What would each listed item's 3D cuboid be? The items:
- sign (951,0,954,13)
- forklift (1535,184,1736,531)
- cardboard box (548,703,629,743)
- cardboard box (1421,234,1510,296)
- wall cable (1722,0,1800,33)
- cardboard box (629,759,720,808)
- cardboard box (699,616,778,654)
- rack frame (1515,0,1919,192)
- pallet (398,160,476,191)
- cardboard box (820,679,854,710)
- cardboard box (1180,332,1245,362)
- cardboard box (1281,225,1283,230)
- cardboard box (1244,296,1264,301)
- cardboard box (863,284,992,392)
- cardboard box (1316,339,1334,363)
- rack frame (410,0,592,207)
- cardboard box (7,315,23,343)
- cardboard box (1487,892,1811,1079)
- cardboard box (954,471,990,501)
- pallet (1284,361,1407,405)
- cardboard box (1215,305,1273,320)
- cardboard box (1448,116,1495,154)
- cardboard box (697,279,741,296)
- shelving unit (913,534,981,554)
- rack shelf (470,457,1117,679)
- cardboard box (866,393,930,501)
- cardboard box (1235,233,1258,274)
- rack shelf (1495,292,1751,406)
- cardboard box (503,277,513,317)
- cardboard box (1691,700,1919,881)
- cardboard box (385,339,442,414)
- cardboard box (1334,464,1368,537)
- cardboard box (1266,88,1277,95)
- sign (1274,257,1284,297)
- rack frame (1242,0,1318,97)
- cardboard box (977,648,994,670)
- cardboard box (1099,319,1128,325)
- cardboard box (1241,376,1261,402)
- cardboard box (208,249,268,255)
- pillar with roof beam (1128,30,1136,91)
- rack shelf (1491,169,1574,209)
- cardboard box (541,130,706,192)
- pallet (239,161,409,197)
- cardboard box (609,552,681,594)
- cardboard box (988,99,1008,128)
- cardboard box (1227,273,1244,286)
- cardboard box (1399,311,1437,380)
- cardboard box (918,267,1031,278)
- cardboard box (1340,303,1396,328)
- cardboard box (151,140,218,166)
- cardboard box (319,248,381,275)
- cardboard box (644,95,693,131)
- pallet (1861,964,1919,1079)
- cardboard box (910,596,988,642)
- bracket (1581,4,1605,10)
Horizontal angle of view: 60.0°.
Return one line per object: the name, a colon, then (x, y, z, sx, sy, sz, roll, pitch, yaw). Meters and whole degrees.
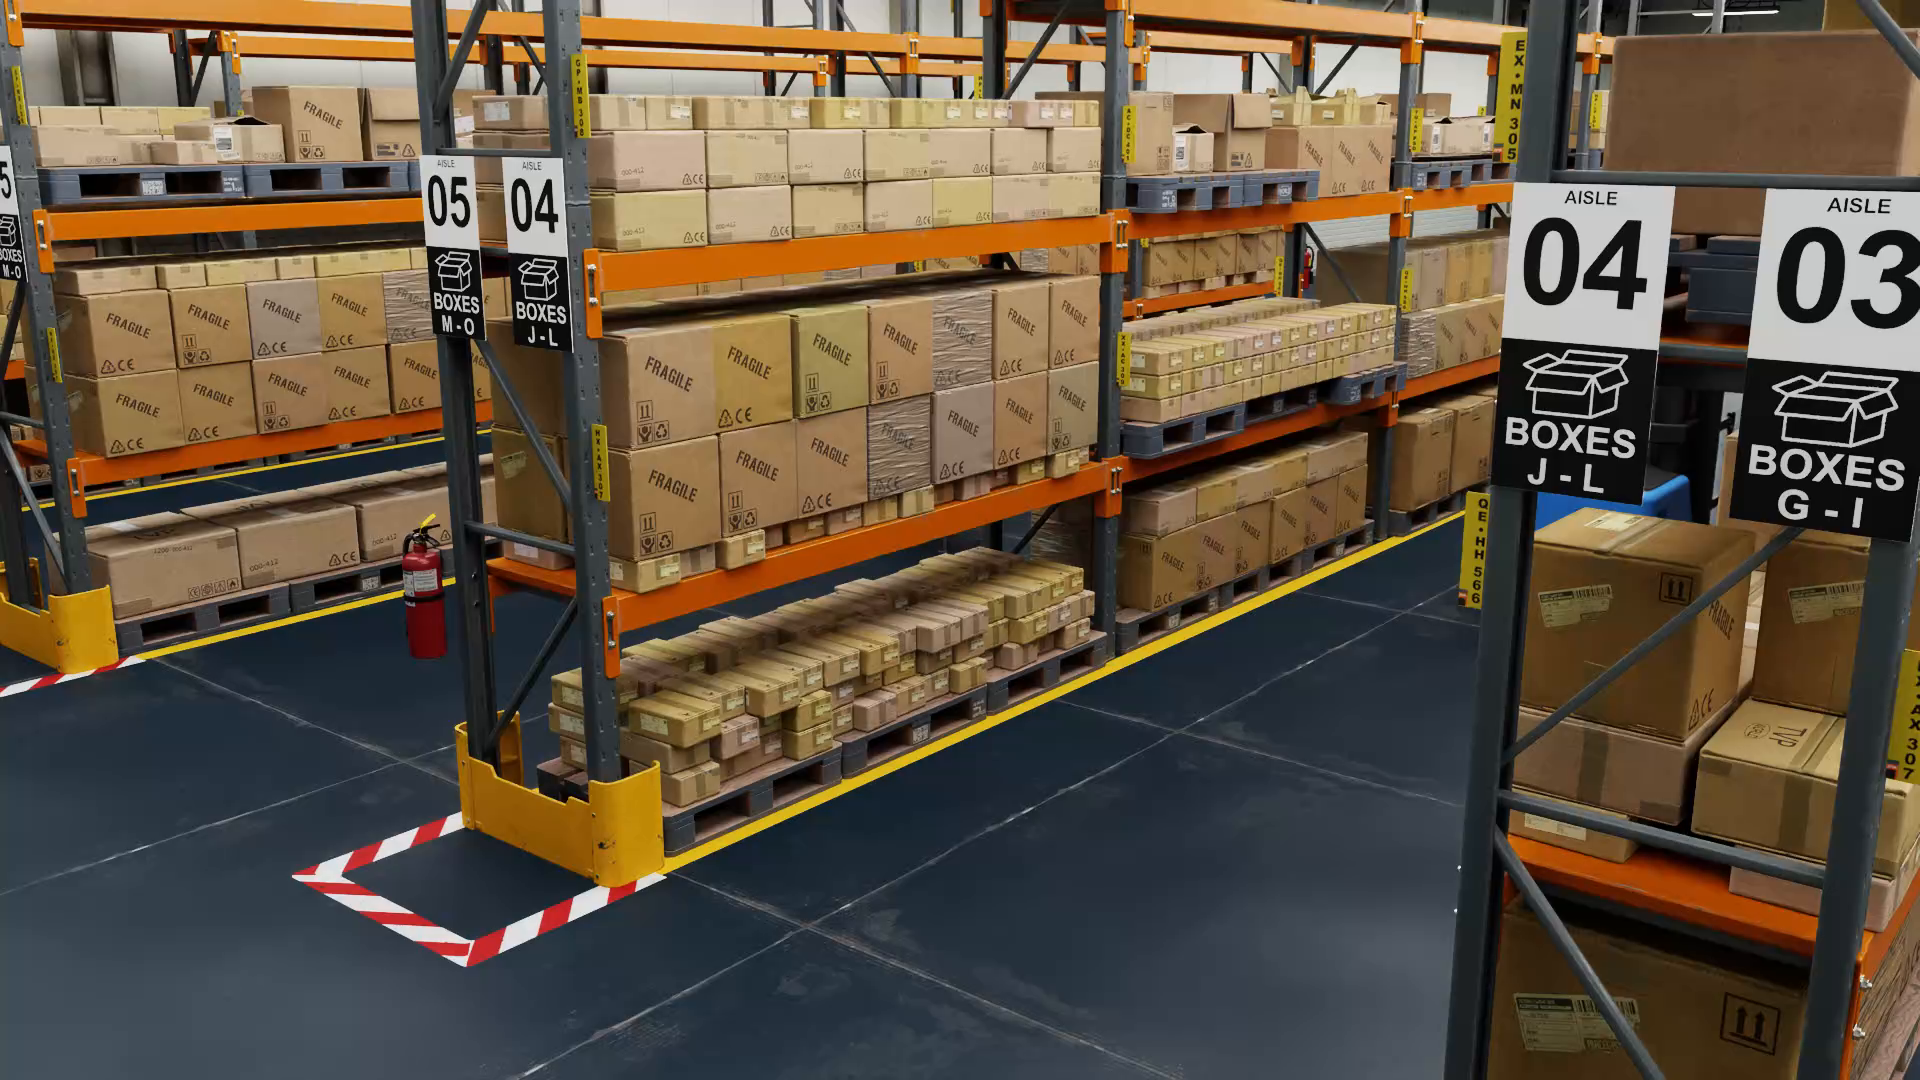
sign: (-0.099, -8.095, 24.992, 0.100, 0.325, 0.005, 11, 18, 38)
forklift: (4.839, -1.019, 11.683, 1.130, 2.935, 3.031, 11, 18, 37)
cardboard box: (-1.841, 0.896, 8.335, 0.380, 0.149, 0.250, 11, 18, 36)
cardboard box: (4.644, -2.532, 15.264, 0.700, 0.500, 0.500, 11, 18, 38)
wall cable: (23.029, -14.113, 46.951, 3.097, 2.526, 0.112, 11, 18, 38)
cardboard box: (-1.373, 1.135, 8.000, 0.380, 0.149, 0.250, 12, 18, 39)
cardboard box: (-1.211, 0.549, 9.100, 0.380, 0.149, 0.250, 12, 19, 40)
rack frame: (1.843, -2.113, 3.664, 1.000, 3.000, 0.127, 11, 18, 38)
pallet: (-3.873, -2.761, 12.486, 1.003, 0.211, 1.213, 11, 18, 38)
cardboard box: (-0.782, 0.779, 8.797, 0.380, 0.149, 0.250, 10, 17, 35)
cardboard box: (1.661, -1.283, 11.031, 0.380, 0.149, 0.250, 11, 18, 37)
cardboard box: (4.040, -4.349, 21.811, 0.700, 0.500, 0.500, 11, 18, 36)
cardboard box: (3.712, -3.077, 21.536, 0.380, 0.149, 0.250, 12, 19, 39)
cardboard box: (-0.176, -1.108, 9.055, 0.500, 0.500, 0.500, 12, 18, 39)
cardboard box: (2.475, -1.388, 12.047, 0.380, 0.149, 0.250, 11, 18, 37)
rack frame: (-1.951, -2.900, 6.762, 1.000, 3.000, 0.127, 11, 18, 38)
cardboard box: (-8.295, -1.918, 14.783, 0.500, 0.250, 0.500, 11, 18, 36)
cardboard box: (2.183, 1.486, 5.144, 0.875, 0.875, 0.875, 11, 18, 38)
cardboard box: (-0.055, -0.335, 9.361, 0.380, 0.149, 0.250, 10, 18, 35)
pallet: (2.712, -1.278, 12.953, 1.213, 0.211, 1.003, 11, 18, 38)
cardboard box: (2.145, -1.687, 12.621, 0.380, 0.149, 0.250, 10, 18, 35)
cardboard box: (4.341, -3.486, 14.285, 0.500, 0.311, 0.500, 11, 18, 37)
cardboard box: (-2.235, -2.275, 14.253, 0.500, 0.500, 0.500, 11, 18, 36)
shelving unit: (-0.104, -0.986, 13.240, 0.431, 2.100, 0.503, 11, 18, 38)
rack shelf: (-0.694, -0.027, 9.097, 1.077, 0.370, 4.000, 11, 18, 38)
cardboard box: (-0.504, -0.525, 8.790, 0.500, 0.500, 0.500, 11, 18, 36)
cardboard box: (3.429, -3.659, 21.126, 0.500, 0.500, 0.500, 11, 18, 37)
rack shelf: (3.100, -0.694, 5.630, 1.077, 0.370, 4.000, 11, 18, 38)
cardboard box: (-3.432, -1.905, 12.796, 0.500, 0.500, 0.500, 11, 18, 37)
cardboard box: (2.355, 0.673, 4.582, 0.500, 0.250, 0.500, 11, 18, 36)
cardboard box: (-4.067, -1.227, 12.158, 0.500, 0.500, 0.500, 11, 18, 37)
cardboard box: (2.867, -0.350, 13.132, 0.500, 0.500, 0.500, 11, 18, 37)
cardboard box: (2.155, -3.209, 12.313, 0.396, 0.266, 0.258, 11, 18, 38)
sign: (2.643, -2.171, 13.724, 0.100, 0.325, 0.005, 11, 18, 38)
rack frame: (4.191, -6.711, 21.763, 1.000, 3.000, 0.127, 11, 18, 38)
cardboard box: (-0.023, 0.677, 9.804, 0.380, 0.149, 0.250, 11, 18, 36)
cardboard box: (1.841, -2.426, 20.290, 0.500, 0.500, 0.500, 11, 18, 37)
cardboard box: (1.817, -1.042, 11.291, 0.380, 0.149, 0.250, 10, 18, 35)
cardboard box: (-5.036, -1.939, 11.612, 0.380, 0.149, 0.250, 12, 18, 39)
pillar with roof beam: (6.309, -7.967, 26.708, 9.100, 9.000, 0.400, 11, 18, 38)
rack shelf: (6.848, -3.779, 17.774, 1.077, 0.370, 4.000, 11, 18, 38)
cardboard box: (-1.467, -1.661, 7.268, 0.500, 0.250, 0.500, 12, 18, 38)
pallet: (-4.640, -2.528, 11.571, 1.003, 0.211, 1.213, 11, 18, 38)
cardboard box: (-1.492, 0.118, 7.576, 0.380, 0.149, 0.250, 11, 18, 37)
cardboard box: (0.043, -2.335, 9.111, 0.380, 0.149, 0.250, 12, 19, 39)
cardboard box: (3.373, -3.321, 21.113, 0.380, 0.149, 0.250, 11, 18, 37)
cardboard box: (3.569, -1.617, 13.693, 0.500, 0.500, 0.500, 12, 18, 38)
cardboard box: (0.090, -1.387, 10.152, 0.500, 0.500, 0.500, 12, 18, 39)
cardboard box: (3.126, -1.730, 12.788, 0.380, 0.149, 0.250, 10, 18, 35)
cardboard box: (-5.002, -2.496, 10.717, 0.380, 0.149, 0.250, 12, 19, 40)
cardboard box: (-4.292, -1.960, 11.694, 0.380, 0.149, 0.250, 11, 18, 38)
cardboard box: (-1.396, -1.882, 7.326, 0.380, 0.149, 0.250, 12, 19, 40)
pallet: (3.052, 1.748, 6.312, 1.003, 0.211, 1.213, 11, 18, 38)
cardboard box: (-0.061, 0.448, 9.498, 0.380, 0.149, 0.250, 10, 17, 35)
bracket: (16.441, -14.346, 44.509, 0.076, 0.066, 4.783, 11, 18, 38)
